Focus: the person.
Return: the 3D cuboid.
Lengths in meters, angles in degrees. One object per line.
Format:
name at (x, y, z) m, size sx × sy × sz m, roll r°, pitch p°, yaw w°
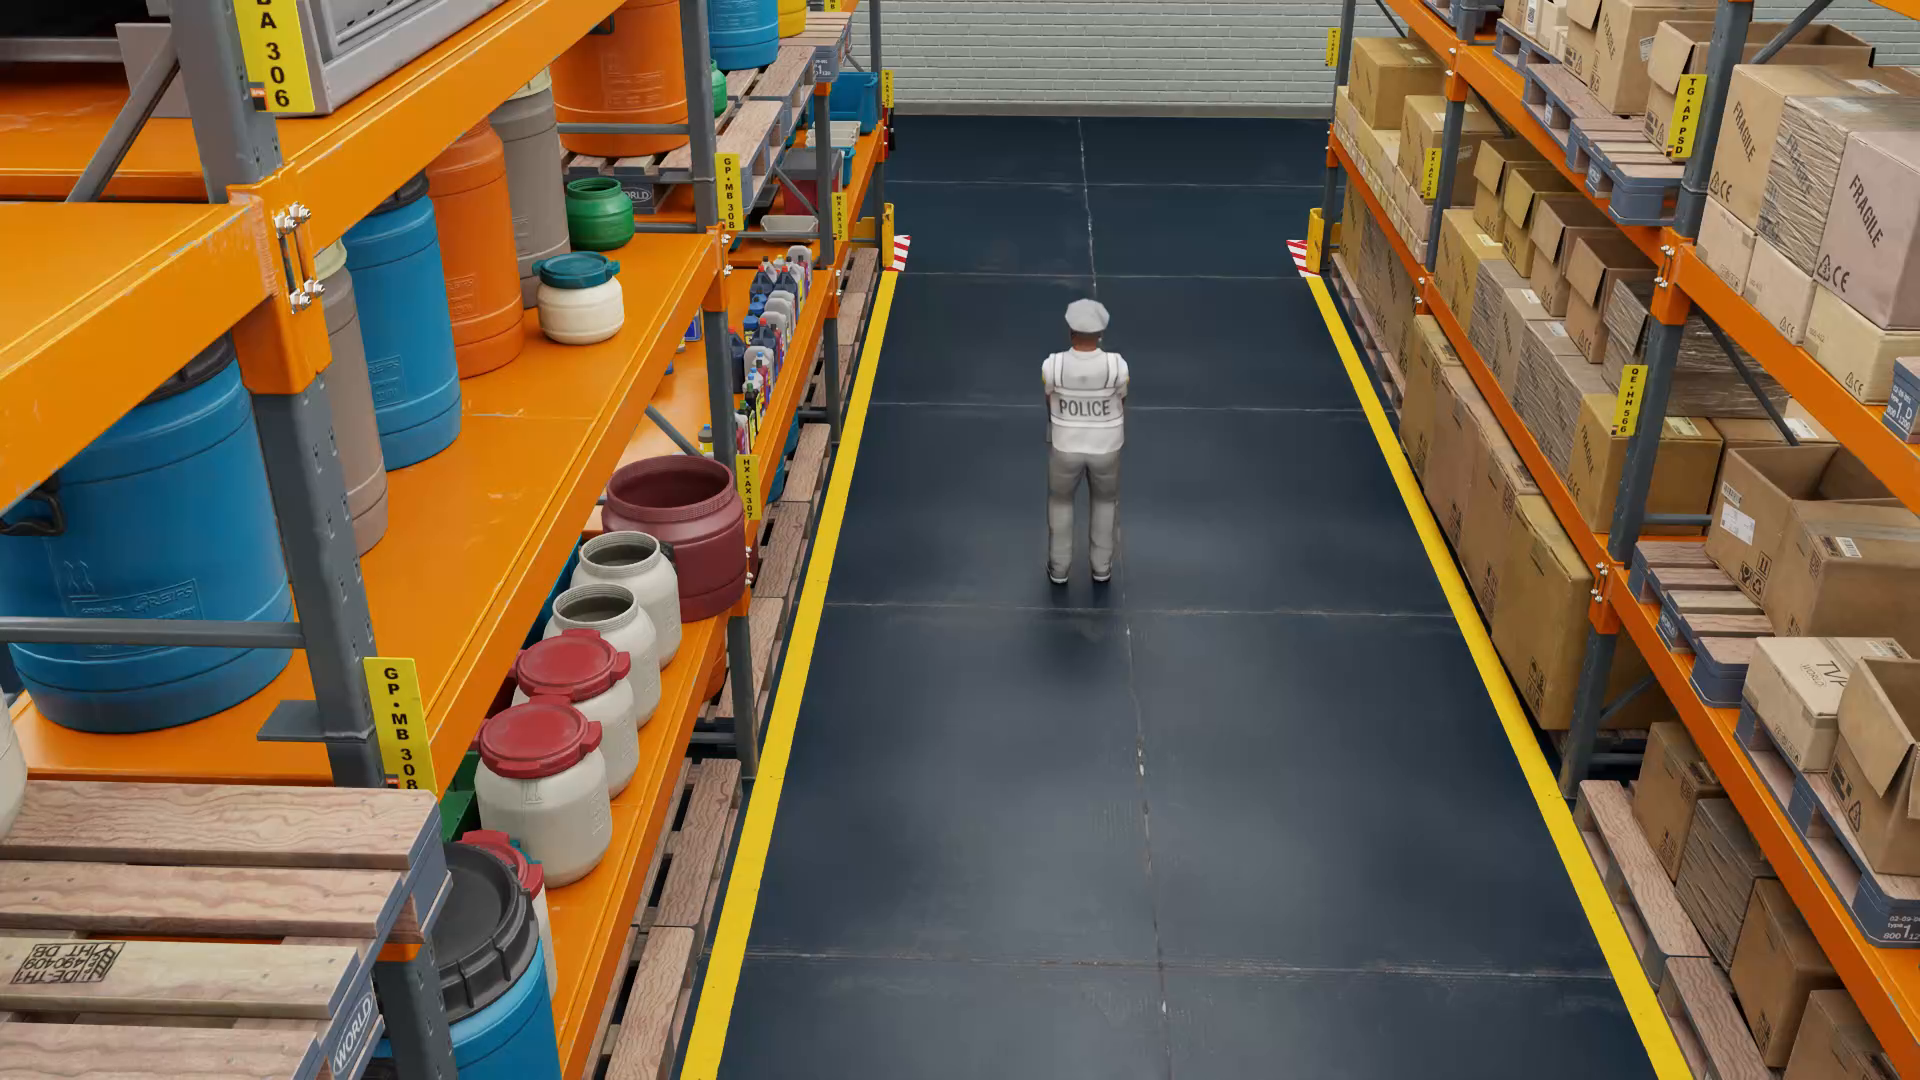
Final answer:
person at (0.717, -0.596, 9.725) m, size 0.494 × 1.766 × 0.565 m, roll 1°, pitch 28°, yaw 3°
